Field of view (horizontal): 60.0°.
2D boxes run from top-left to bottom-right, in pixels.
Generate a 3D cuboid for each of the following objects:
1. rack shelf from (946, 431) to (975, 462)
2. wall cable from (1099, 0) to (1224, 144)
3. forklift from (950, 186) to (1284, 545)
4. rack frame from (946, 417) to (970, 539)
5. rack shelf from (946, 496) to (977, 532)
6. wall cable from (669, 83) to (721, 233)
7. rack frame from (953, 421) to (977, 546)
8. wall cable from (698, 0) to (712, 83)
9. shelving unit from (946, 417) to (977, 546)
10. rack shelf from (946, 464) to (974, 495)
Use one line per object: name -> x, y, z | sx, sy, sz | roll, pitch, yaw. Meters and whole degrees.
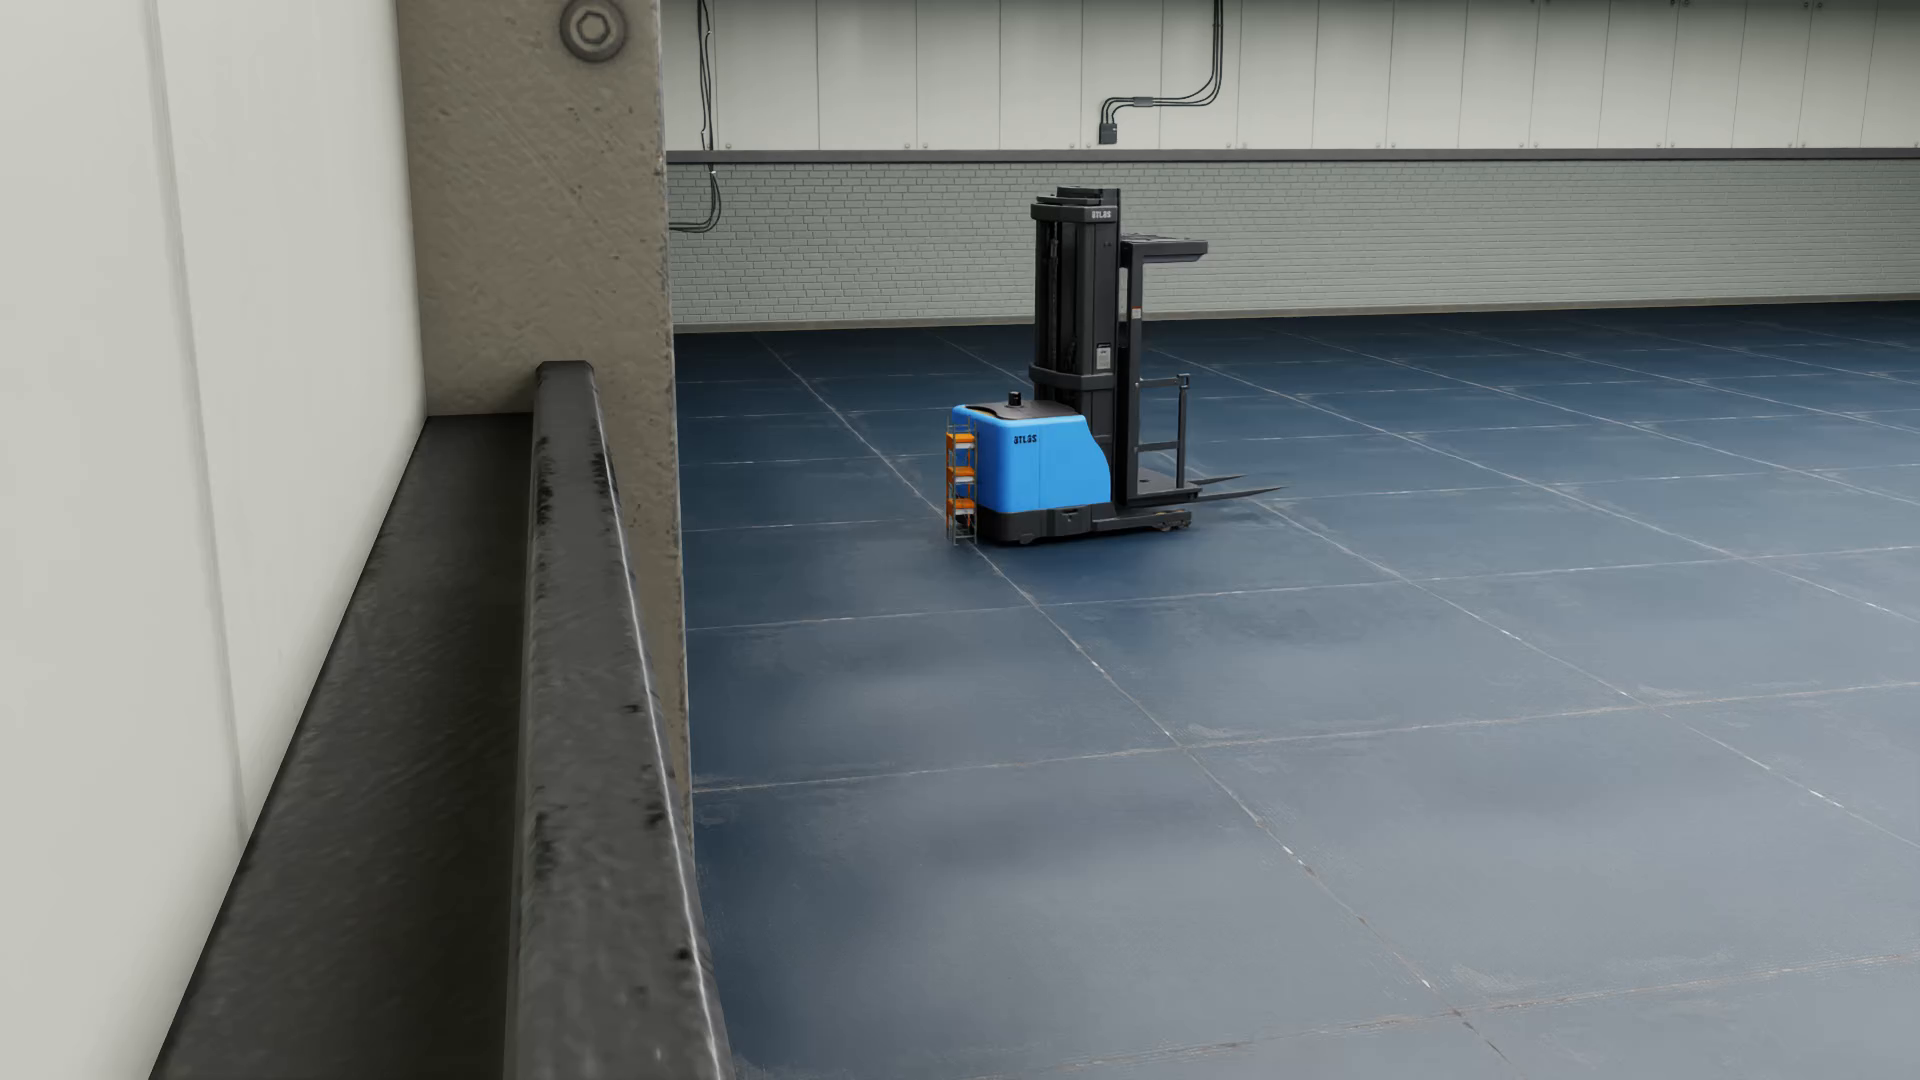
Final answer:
rack shelf -> 0.013, -0.763, 13.965 | 0.215, 0.259, 0.240 | -3, 14, -13
wall cable -> 3.635, -10.093, 29.391 | 2.305, 6.003, 0.169 | -3, 14, -13
forklift -> 1.470, -1.605, 14.598 | 3.031, 2.935, 1.130 | -7, 15, -25
rack frame -> -0.016, -0.526, 14.145 | 0.200, 1.050, 0.008 | -3, 14, -13
rack shelf -> 0.013, -0.217, 14.098 | 0.215, 0.259, 0.240 | -3, 14, -13
wall cable -> -5.597, -6.407, 28.013 | 3.097, 2.526, 0.112 | -3, 14, -13
rack frame -> 0.041, -0.470, 13.914 | 0.200, 1.050, 0.008 | -3, 14, -13
wall cable -> -2.967, -9.012, 28.030 | 3.097, 2.526, 0.112 | -3, 14, -13
shelving unit -> 0.013, -0.498, 14.030 | 0.215, 1.050, 0.252 | -3, 14, -13
rack shelf -> 0.013, -0.487, 14.032 | 0.215, 0.259, 0.240 | -3, 14, -13
